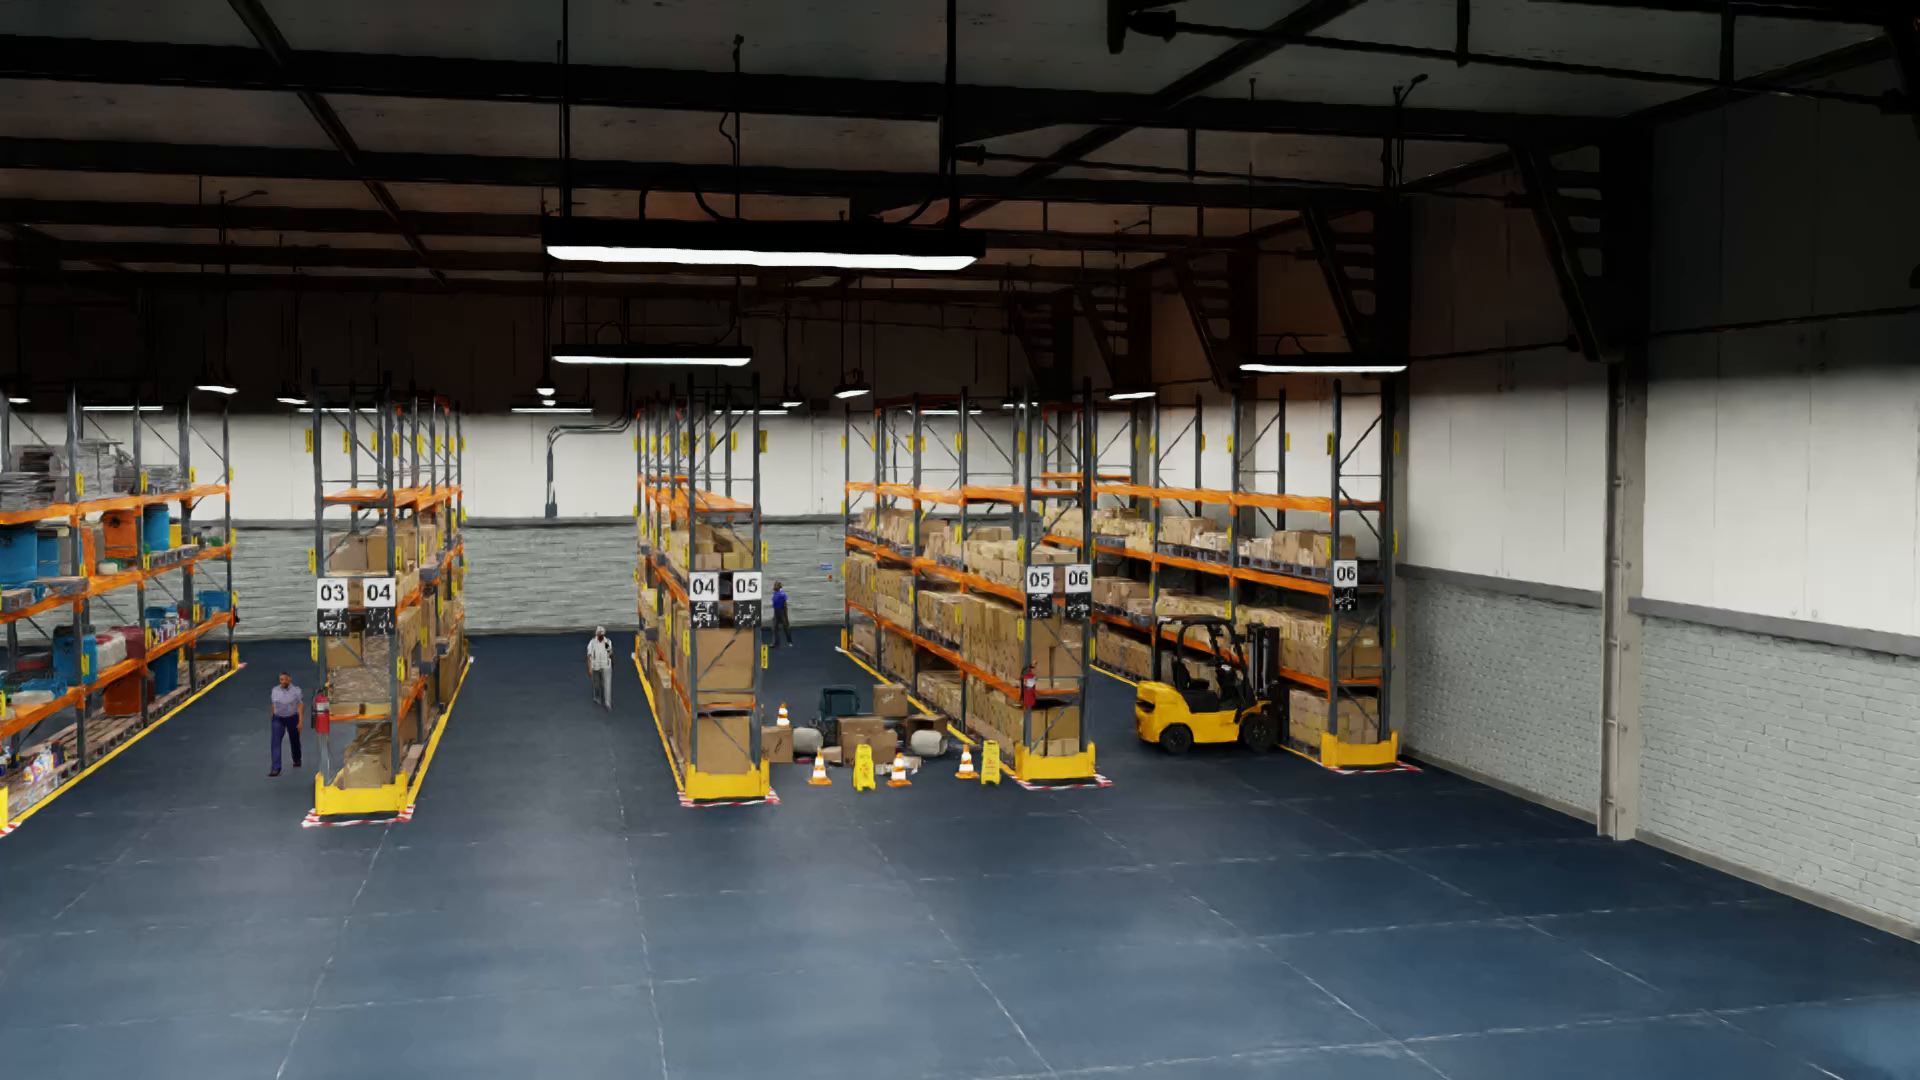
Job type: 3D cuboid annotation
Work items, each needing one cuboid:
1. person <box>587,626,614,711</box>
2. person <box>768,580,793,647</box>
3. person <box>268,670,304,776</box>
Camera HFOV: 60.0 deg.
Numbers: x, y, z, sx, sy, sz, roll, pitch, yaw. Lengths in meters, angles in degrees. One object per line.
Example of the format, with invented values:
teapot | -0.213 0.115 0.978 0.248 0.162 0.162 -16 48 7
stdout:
person | -6.763 2.391 31.291 0.497 1.583 1.090 -1 3 -10
person | -4.403 1.818 41.026 0.514 1.652 0.555 3 4 41
person | -10.219 2.746 25.258 0.478 1.567 1.072 -1 3 -16
